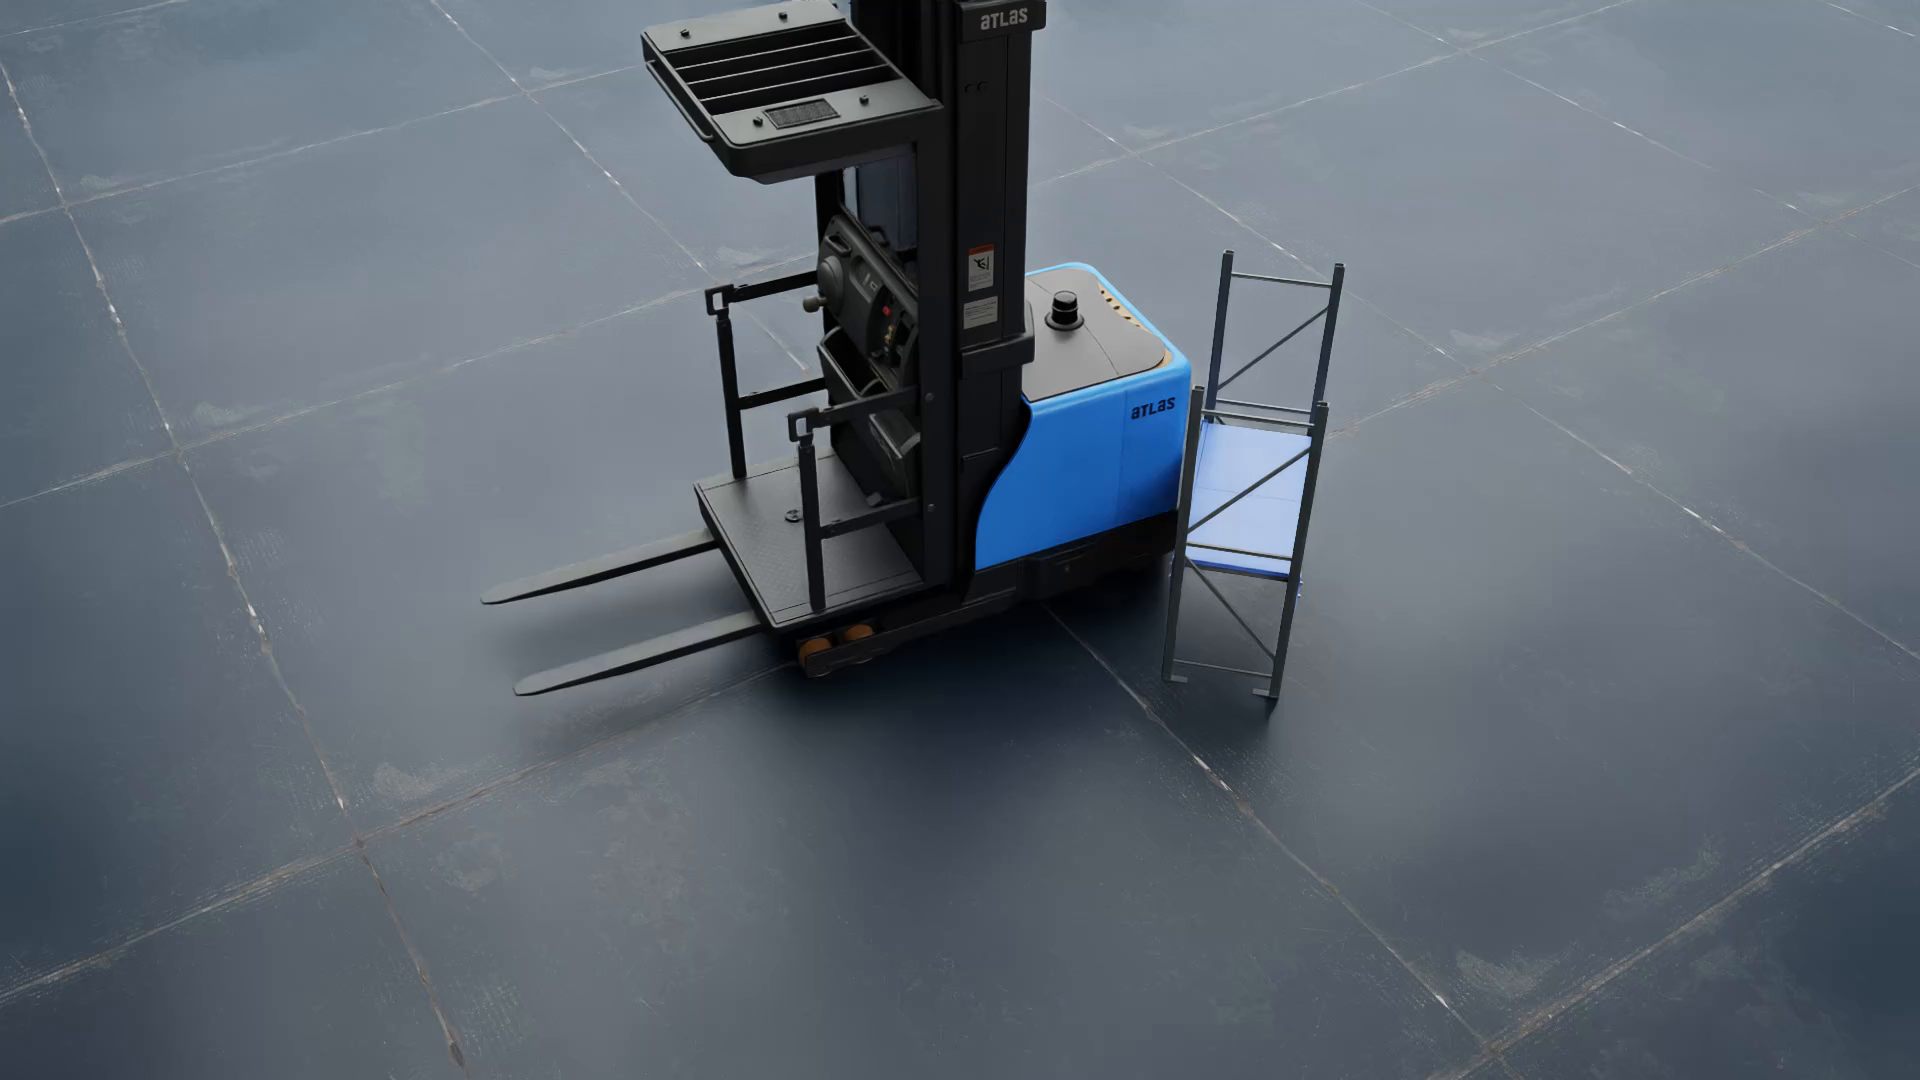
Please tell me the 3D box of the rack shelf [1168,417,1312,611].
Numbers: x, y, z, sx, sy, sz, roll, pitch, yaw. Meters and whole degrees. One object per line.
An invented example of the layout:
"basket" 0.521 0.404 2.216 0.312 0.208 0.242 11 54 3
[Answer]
"rack shelf" 1.220 -0.131 7.078 0.538 0.185 1.000 9 41 10

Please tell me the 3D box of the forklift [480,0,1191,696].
"forklift" -0.559 -0.930 6.637 3.031 2.935 1.130 -17 43 -19

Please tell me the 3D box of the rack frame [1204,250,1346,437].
"rack frame" 1.338 -0.586 7.342 0.500 1.500 0.032 9 41 10

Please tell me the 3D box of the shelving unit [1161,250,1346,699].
"shelving unit" 1.220 -0.270 6.962 0.538 1.500 1.048 9 41 10

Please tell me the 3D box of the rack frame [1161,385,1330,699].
"rack frame" 1.103 0.047 6.582 0.500 1.500 0.032 9 41 10
